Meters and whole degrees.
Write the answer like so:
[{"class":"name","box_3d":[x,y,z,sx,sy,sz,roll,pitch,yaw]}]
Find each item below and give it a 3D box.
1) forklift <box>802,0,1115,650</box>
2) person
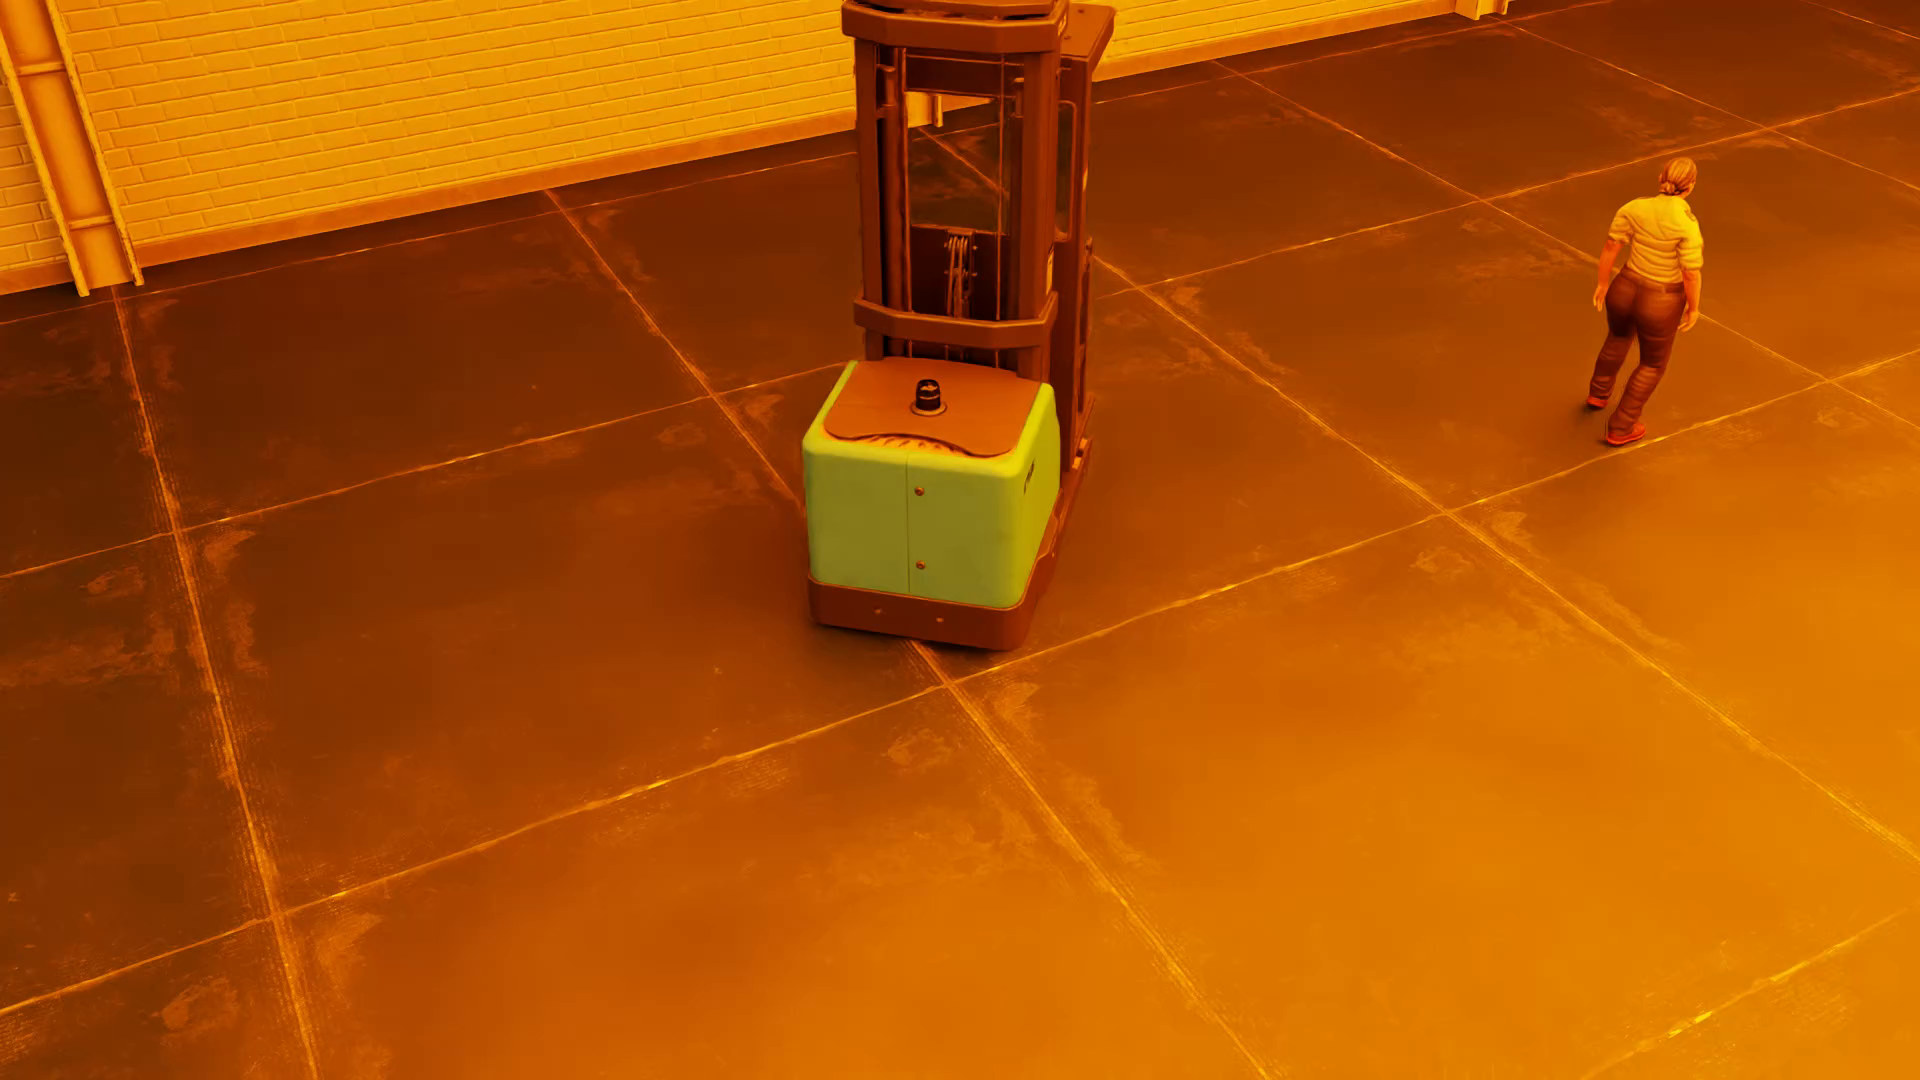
[{"class":"forklift","box_3d":[0.113,-1.527,8.284,1.130,2.935,3.031,8,36,11]},{"class":"person","box_3d":[3.806,-1.316,9.167,0.505,1.695,0.585,-23,41,-29]}]
